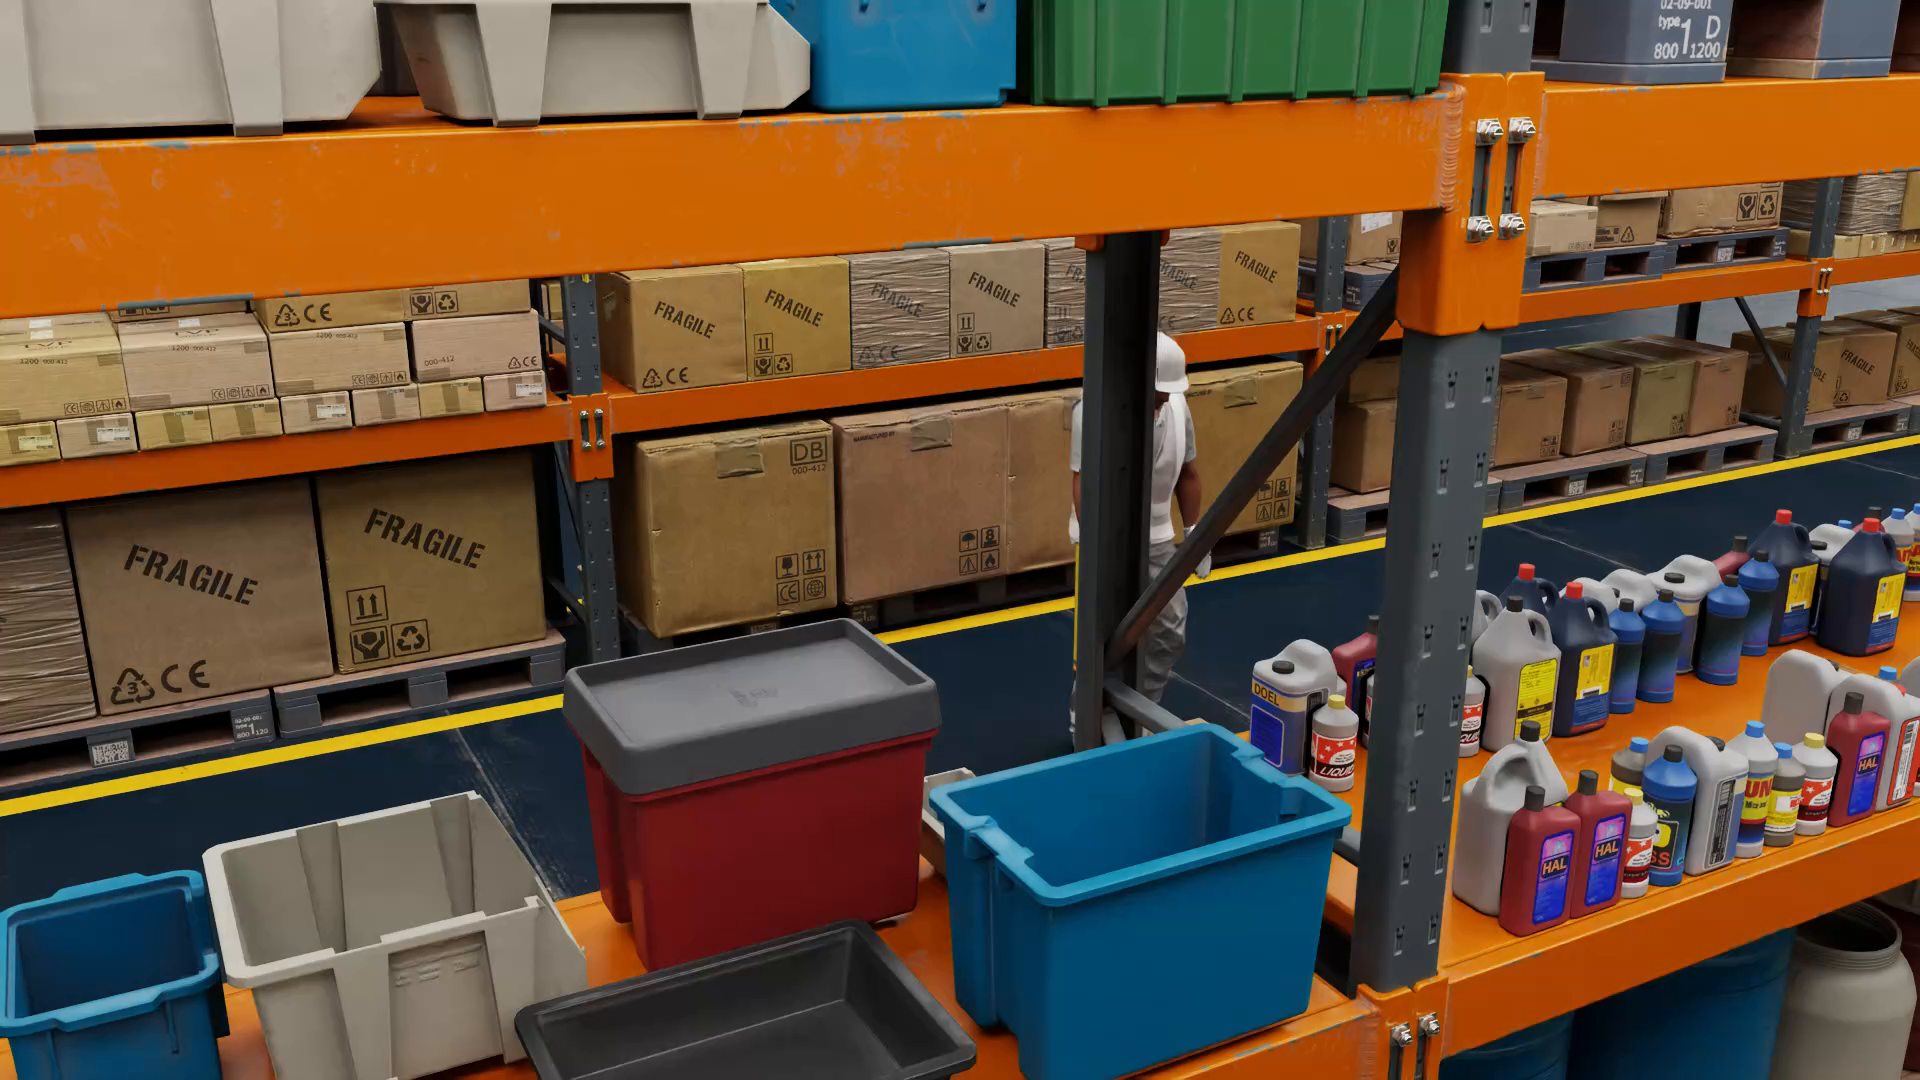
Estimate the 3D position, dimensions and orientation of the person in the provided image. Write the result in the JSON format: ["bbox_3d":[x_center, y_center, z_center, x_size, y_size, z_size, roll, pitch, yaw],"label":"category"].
[{"bbox_3d":[0.692,0.025,6.538,0.573,1.732,0.458,-9,20,-25],"label":"person"}]
